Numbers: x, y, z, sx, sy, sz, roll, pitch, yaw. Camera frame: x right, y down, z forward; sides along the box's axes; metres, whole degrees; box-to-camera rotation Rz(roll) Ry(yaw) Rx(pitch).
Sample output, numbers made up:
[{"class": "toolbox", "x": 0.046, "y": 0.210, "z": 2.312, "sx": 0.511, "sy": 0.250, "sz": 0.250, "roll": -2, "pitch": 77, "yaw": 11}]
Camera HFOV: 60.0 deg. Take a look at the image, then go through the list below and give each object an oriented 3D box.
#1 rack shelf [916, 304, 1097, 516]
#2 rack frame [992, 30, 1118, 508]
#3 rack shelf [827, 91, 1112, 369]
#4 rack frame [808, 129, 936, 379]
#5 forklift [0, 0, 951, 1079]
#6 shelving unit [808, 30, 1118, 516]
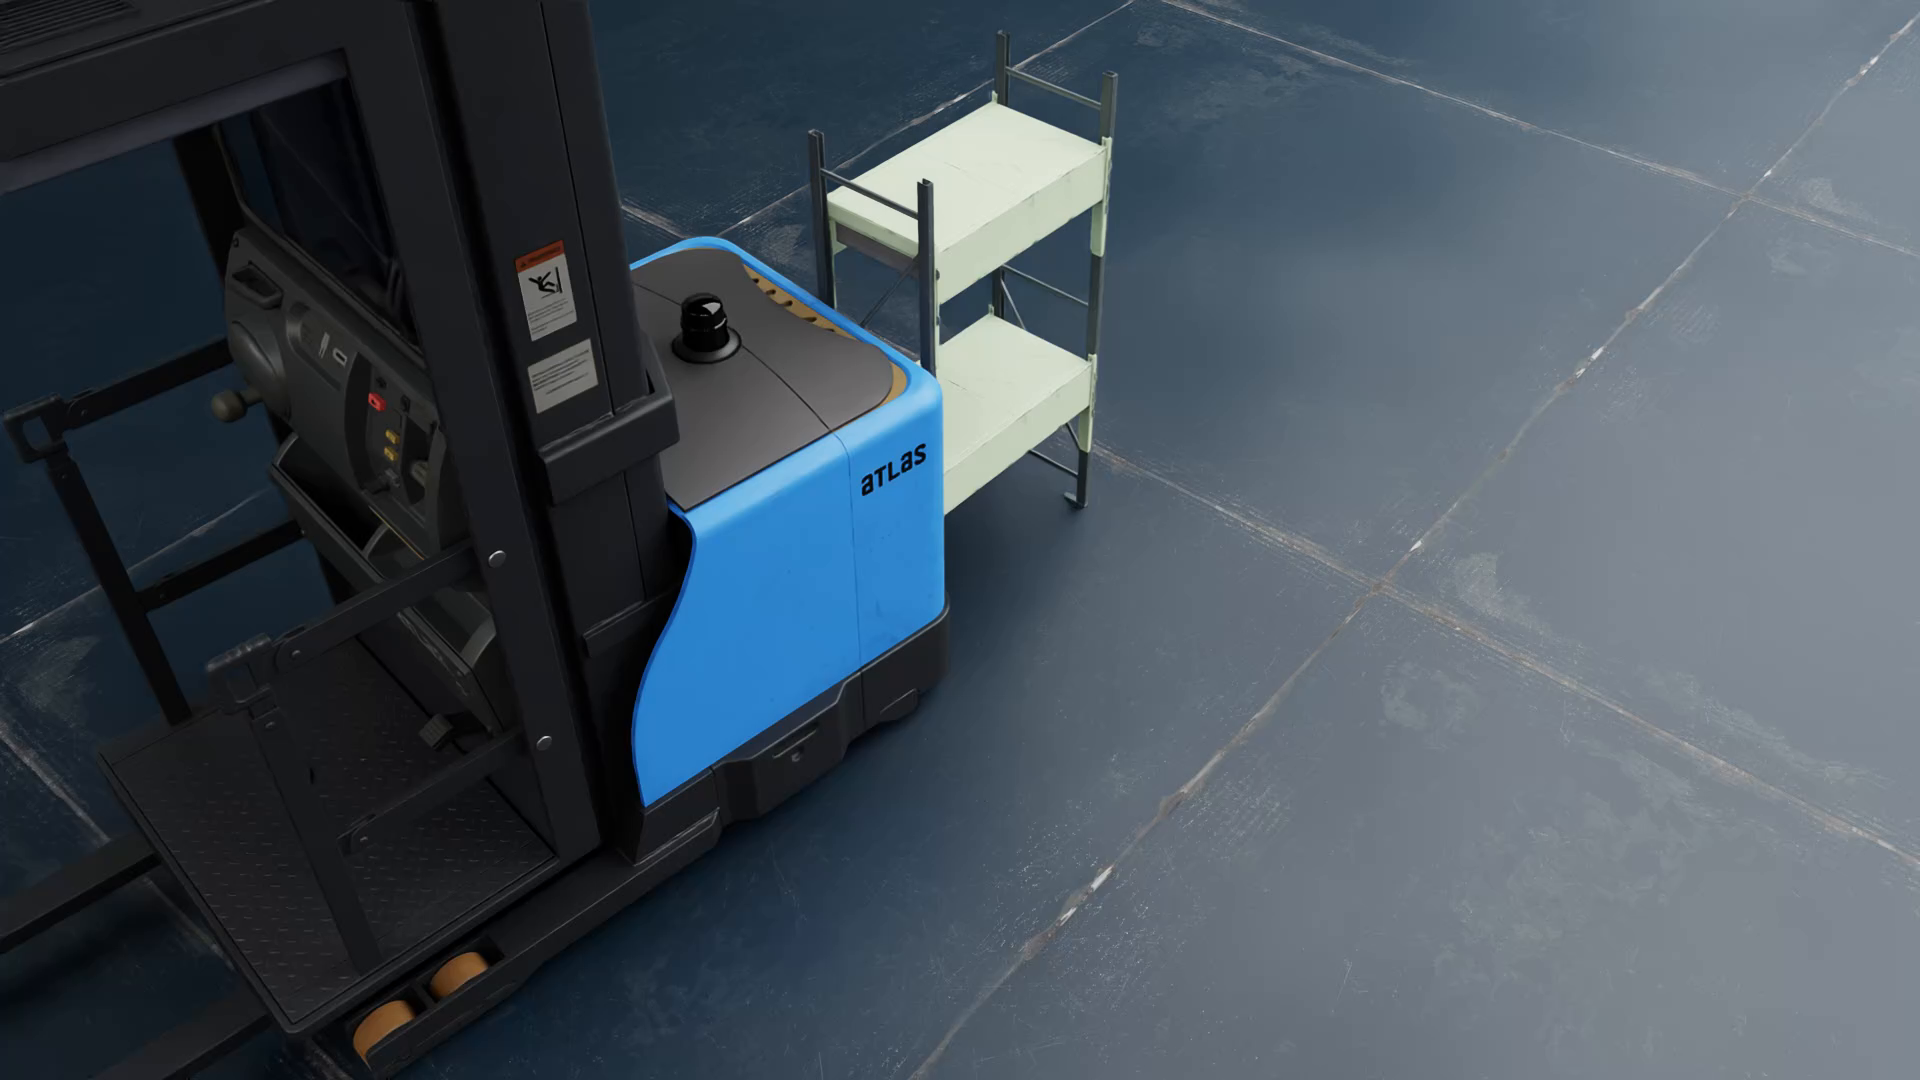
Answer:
[{"class": "rack shelf", "x": 0.018, "y": -0.323, "z": 4.975, "sx": 0.431, "sy": 0.370, "sz": 0.720, "roll": 30, "pitch": 50, "yaw": 29}, {"class": "rack frame", "x": 0.257, "y": -0.750, "z": 4.960, "sx": 0.400, "sy": 1.500, "sz": 0.023, "roll": 30, "pitch": 50, "yaw": 29}, {"class": "rack shelf", "x": 0.018, "y": -0.853, "z": 4.493, "sx": 0.431, "sy": 0.370, "sz": 0.720, "roll": 30, "pitch": 50, "yaw": 29}, {"class": "rack frame", "x": -0.221, "y": -0.377, "z": 4.550, "sx": 0.400, "sy": 1.500, "sz": 0.023, "roll": 30, "pitch": 50, "yaw": 29}, {"class": "forklift", "x": -1.451, "y": -0.244, "z": 3.340, "sx": 3.031, "sy": 2.935, "sz": 1.130, "roll": -32, "pitch": 51, "yaw": -30}, {"class": "shelving unit", "x": 0.018, "y": -0.564, "z": 4.755, "sx": 0.431, "sy": 1.500, "sz": 0.755, "roll": 30, "pitch": 50, "yaw": 29}]
